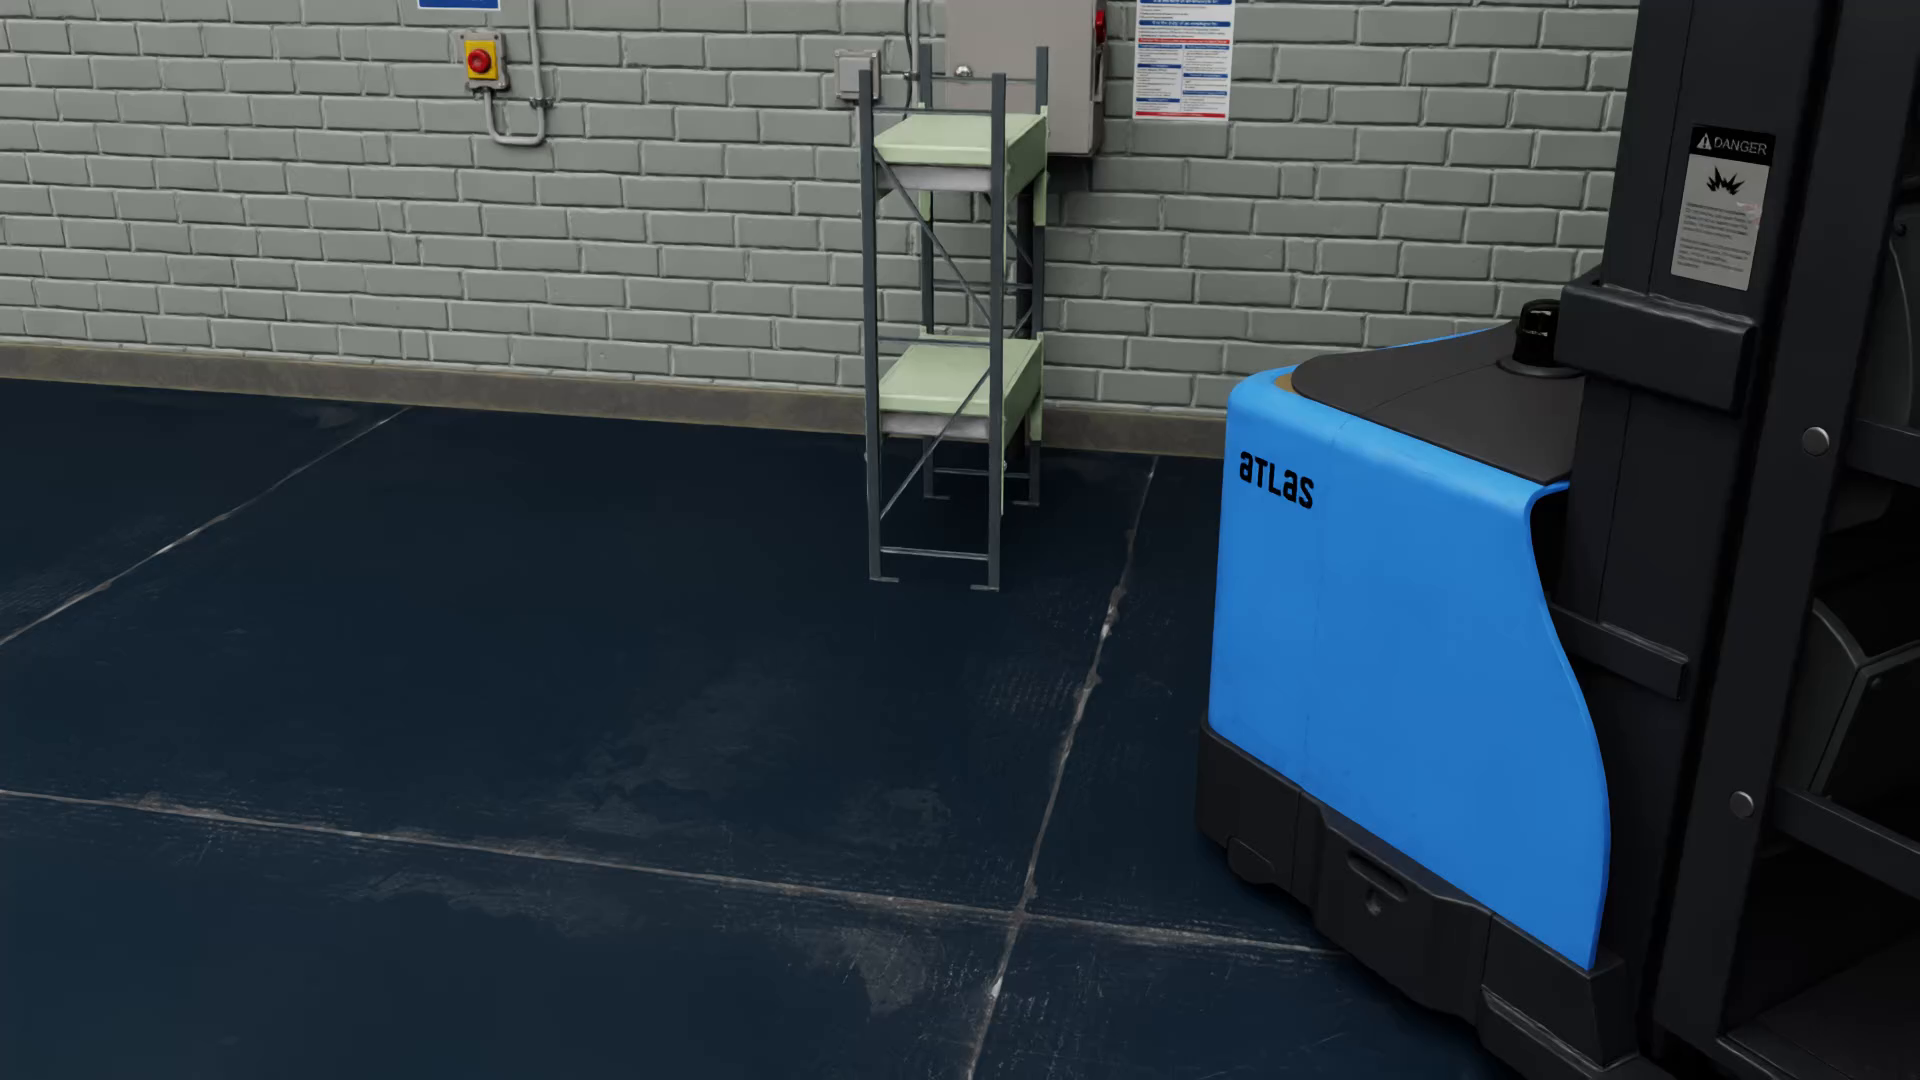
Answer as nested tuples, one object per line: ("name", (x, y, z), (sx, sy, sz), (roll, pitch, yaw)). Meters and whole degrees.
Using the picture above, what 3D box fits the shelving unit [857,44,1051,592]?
("shelving unit", (-0.001, -0.693, 5.067), (0.431, 1.500, 0.755), (4, 22, 11))

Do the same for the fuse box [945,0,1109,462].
("fuse box", (0.228, -1.079, 5.741), (0.539, 1.711, 0.414), (4, 22, 11))

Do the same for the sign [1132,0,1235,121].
("sign", (0.754, -1.670, 5.613), (0.329, 0.494, 0.001), (4, 22, 11))

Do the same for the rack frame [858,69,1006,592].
("rack frame", (-0.076, -0.559, 4.735), (0.400, 1.500, 0.023), (4, 22, 11))

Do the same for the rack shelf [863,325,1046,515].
("rack shelf", (-0.001, -0.391, 5.189), (0.431, 0.370, 0.720), (4, 22, 11))

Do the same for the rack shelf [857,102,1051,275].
("rack shelf", (-0.001, -1.055, 4.922), (0.431, 0.370, 0.720), (4, 22, 11))

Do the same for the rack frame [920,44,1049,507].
("rack frame", (0.073, -0.827, 5.400), (0.400, 1.500, 0.023), (4, 22, 11))

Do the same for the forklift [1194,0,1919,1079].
("forklift", (1.710, -0.312, 2.206), (1.130, 2.935, 3.031), (-13, 25, -29))

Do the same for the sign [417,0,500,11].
("sign", (-1.833, -2.041, 6.045), (0.327, 0.218, 0.001), (4, 22, 11))

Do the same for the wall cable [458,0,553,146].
("wall cable", (-1.798, -2.375, 5.835), (0.585, 1.953, 0.123), (4, 22, 11))

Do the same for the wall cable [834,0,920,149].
("wall cable", (-0.407, -2.257, 5.583), (0.588, 1.984, 0.122), (4, 22, 11))
